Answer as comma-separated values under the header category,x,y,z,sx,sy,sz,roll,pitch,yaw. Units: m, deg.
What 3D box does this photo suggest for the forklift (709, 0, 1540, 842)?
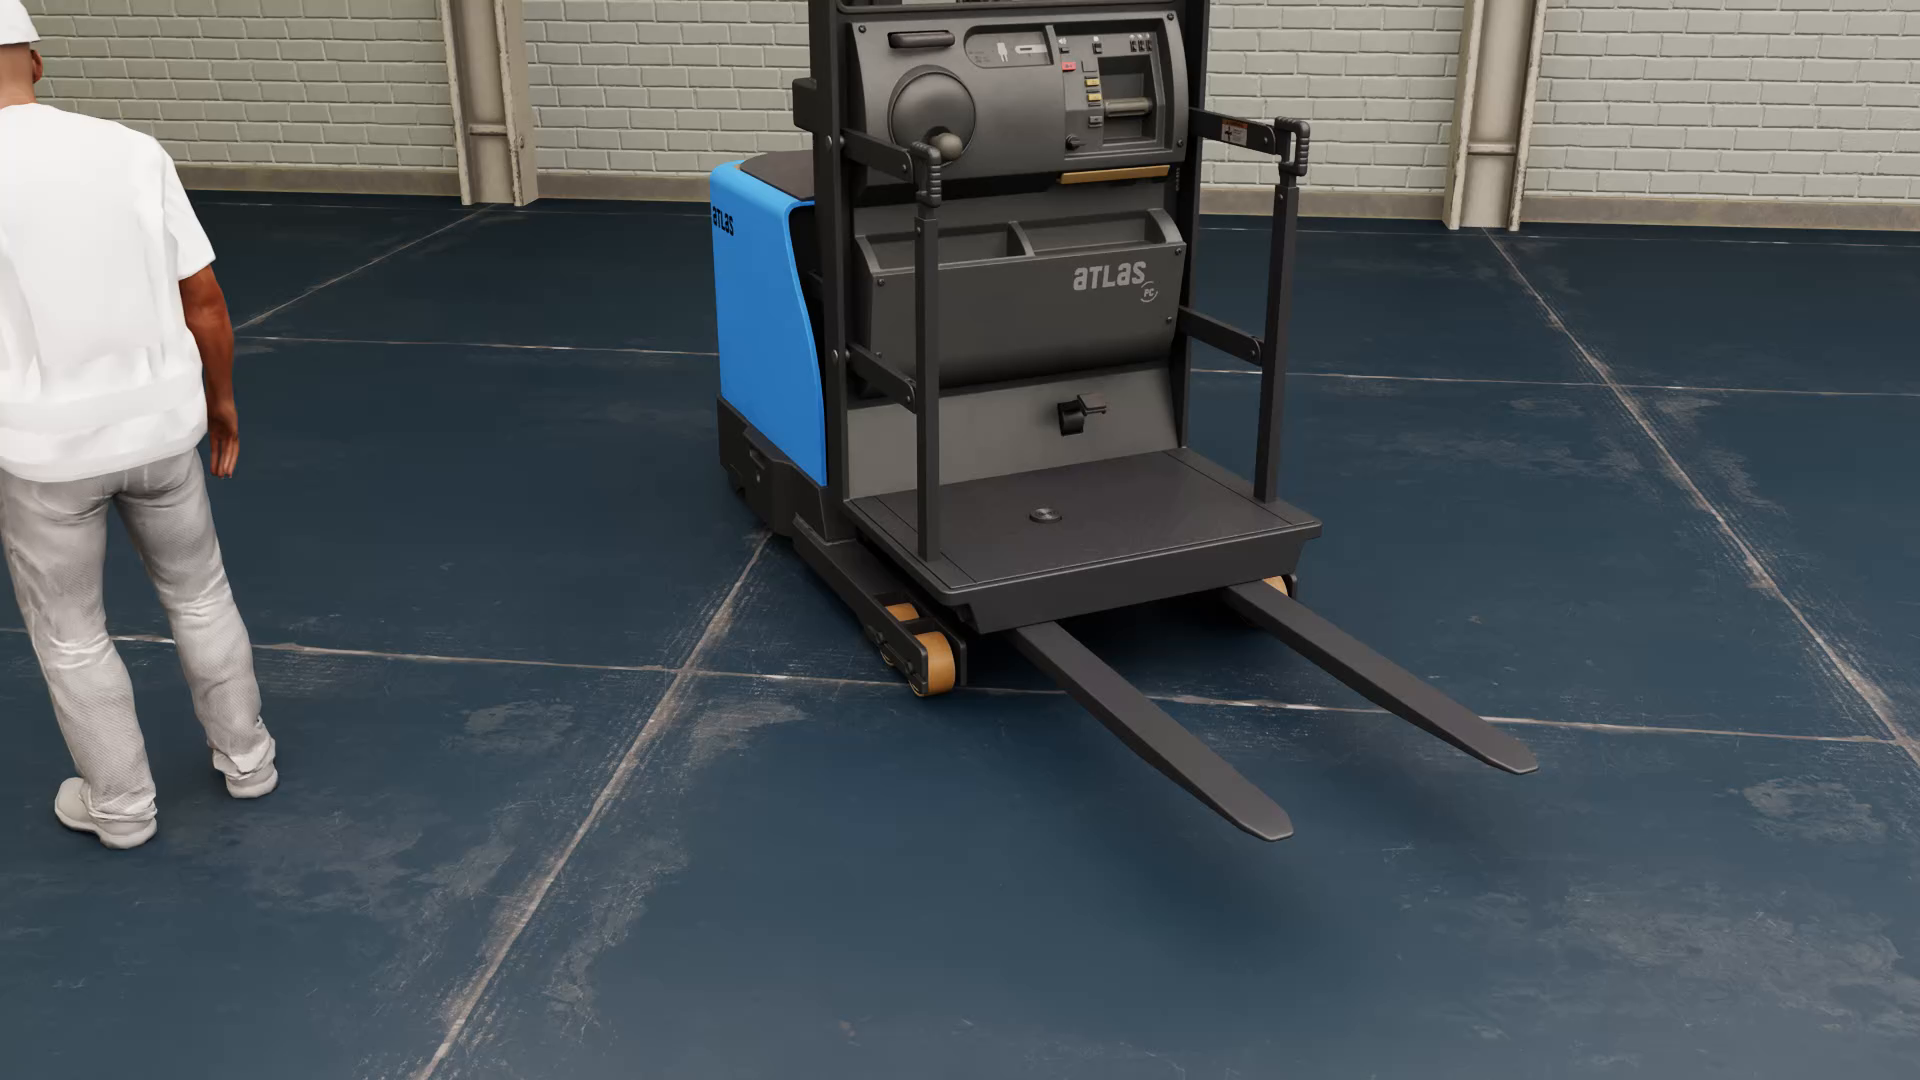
category,x,y,z,sx,sy,sz,roll,pitch,yaw
forklift,0.261,-1.147,4.103,1.130,2.935,3.031,-10,24,-23

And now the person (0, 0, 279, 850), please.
category,x,y,z,sx,sy,sz,roll,pitch,yaw
person,-1.773,-0.219,3.371,0.460,1.759,0.629,20,29,40
